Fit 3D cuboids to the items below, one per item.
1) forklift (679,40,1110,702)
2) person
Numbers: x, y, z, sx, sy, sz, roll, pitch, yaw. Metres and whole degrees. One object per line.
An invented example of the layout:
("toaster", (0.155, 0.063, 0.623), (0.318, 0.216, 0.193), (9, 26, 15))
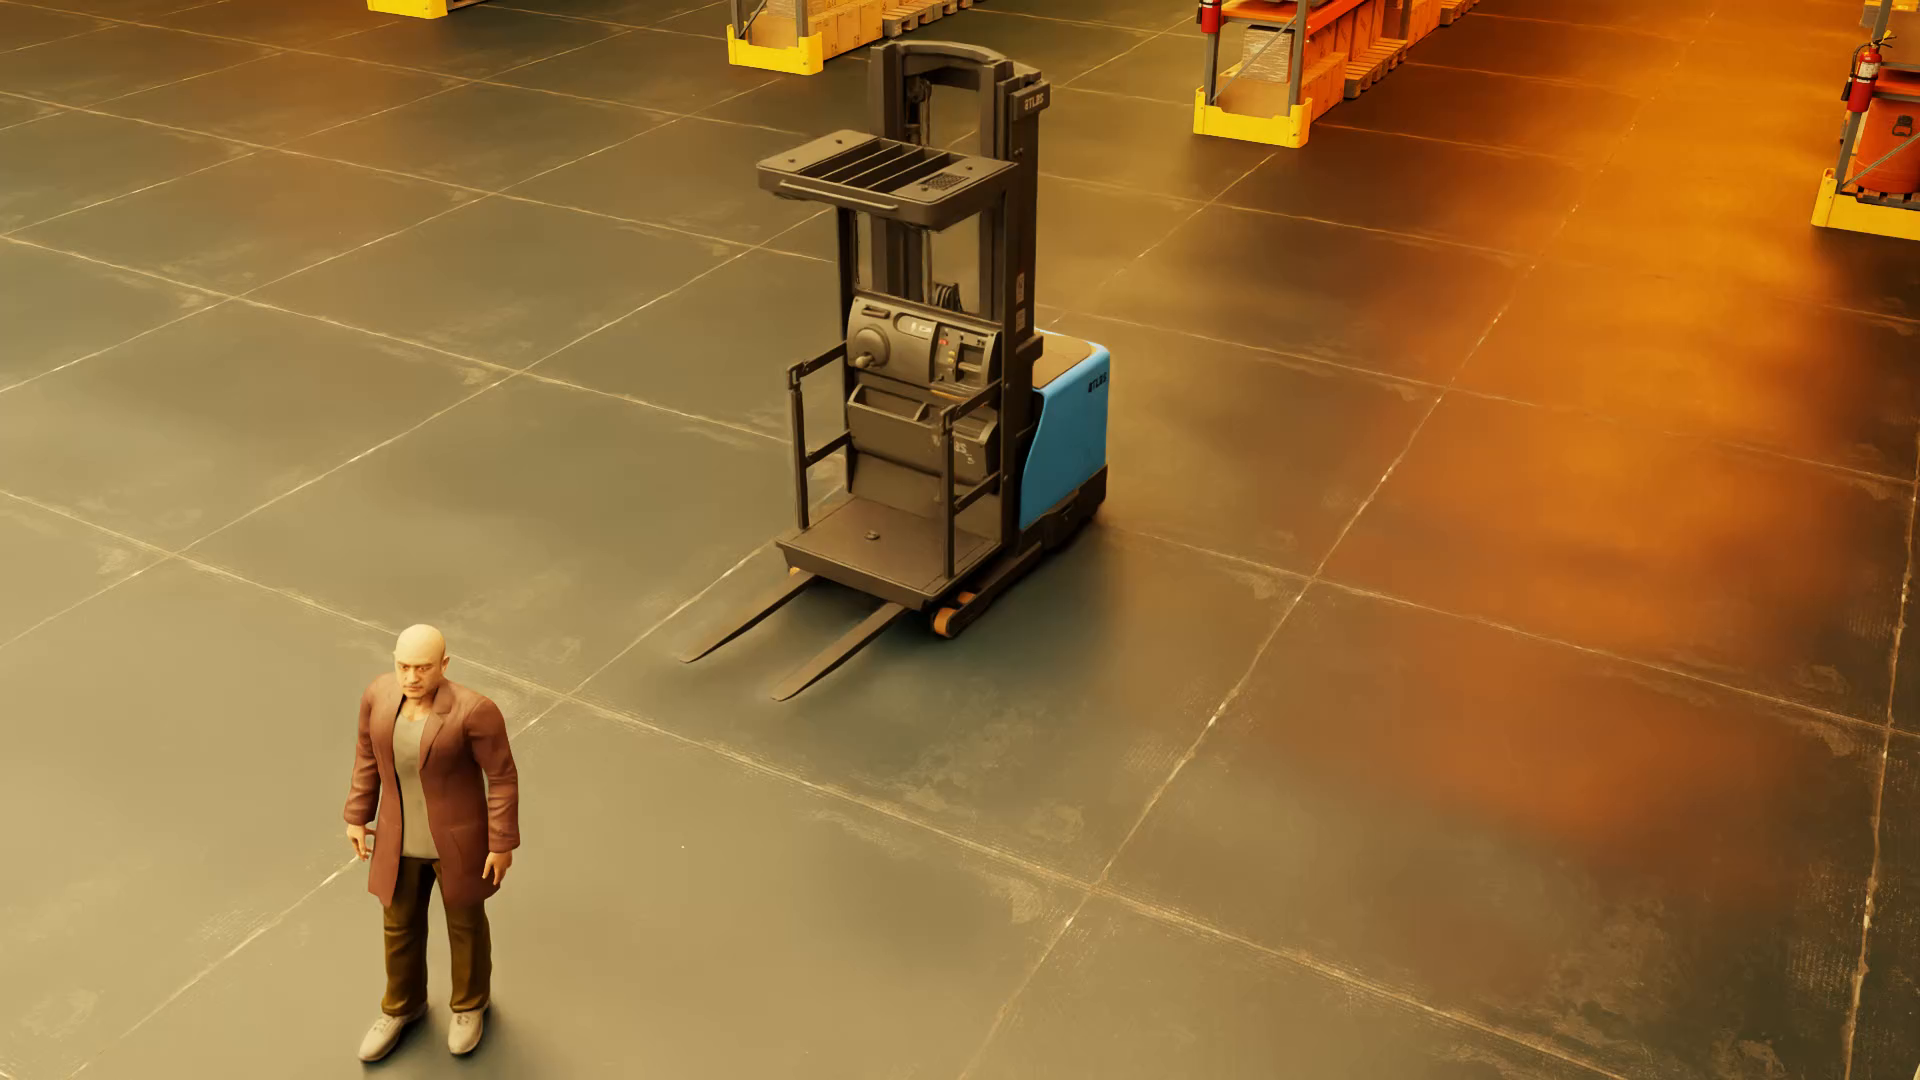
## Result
("forklift", (-0.328, -1.006, 8.814), (1.130, 2.935, 3.031), (18, 35, 29))
("person", (-1.996, 1.160, 6.204), (0.693, 1.780, 0.572), (5, 30, 9))
